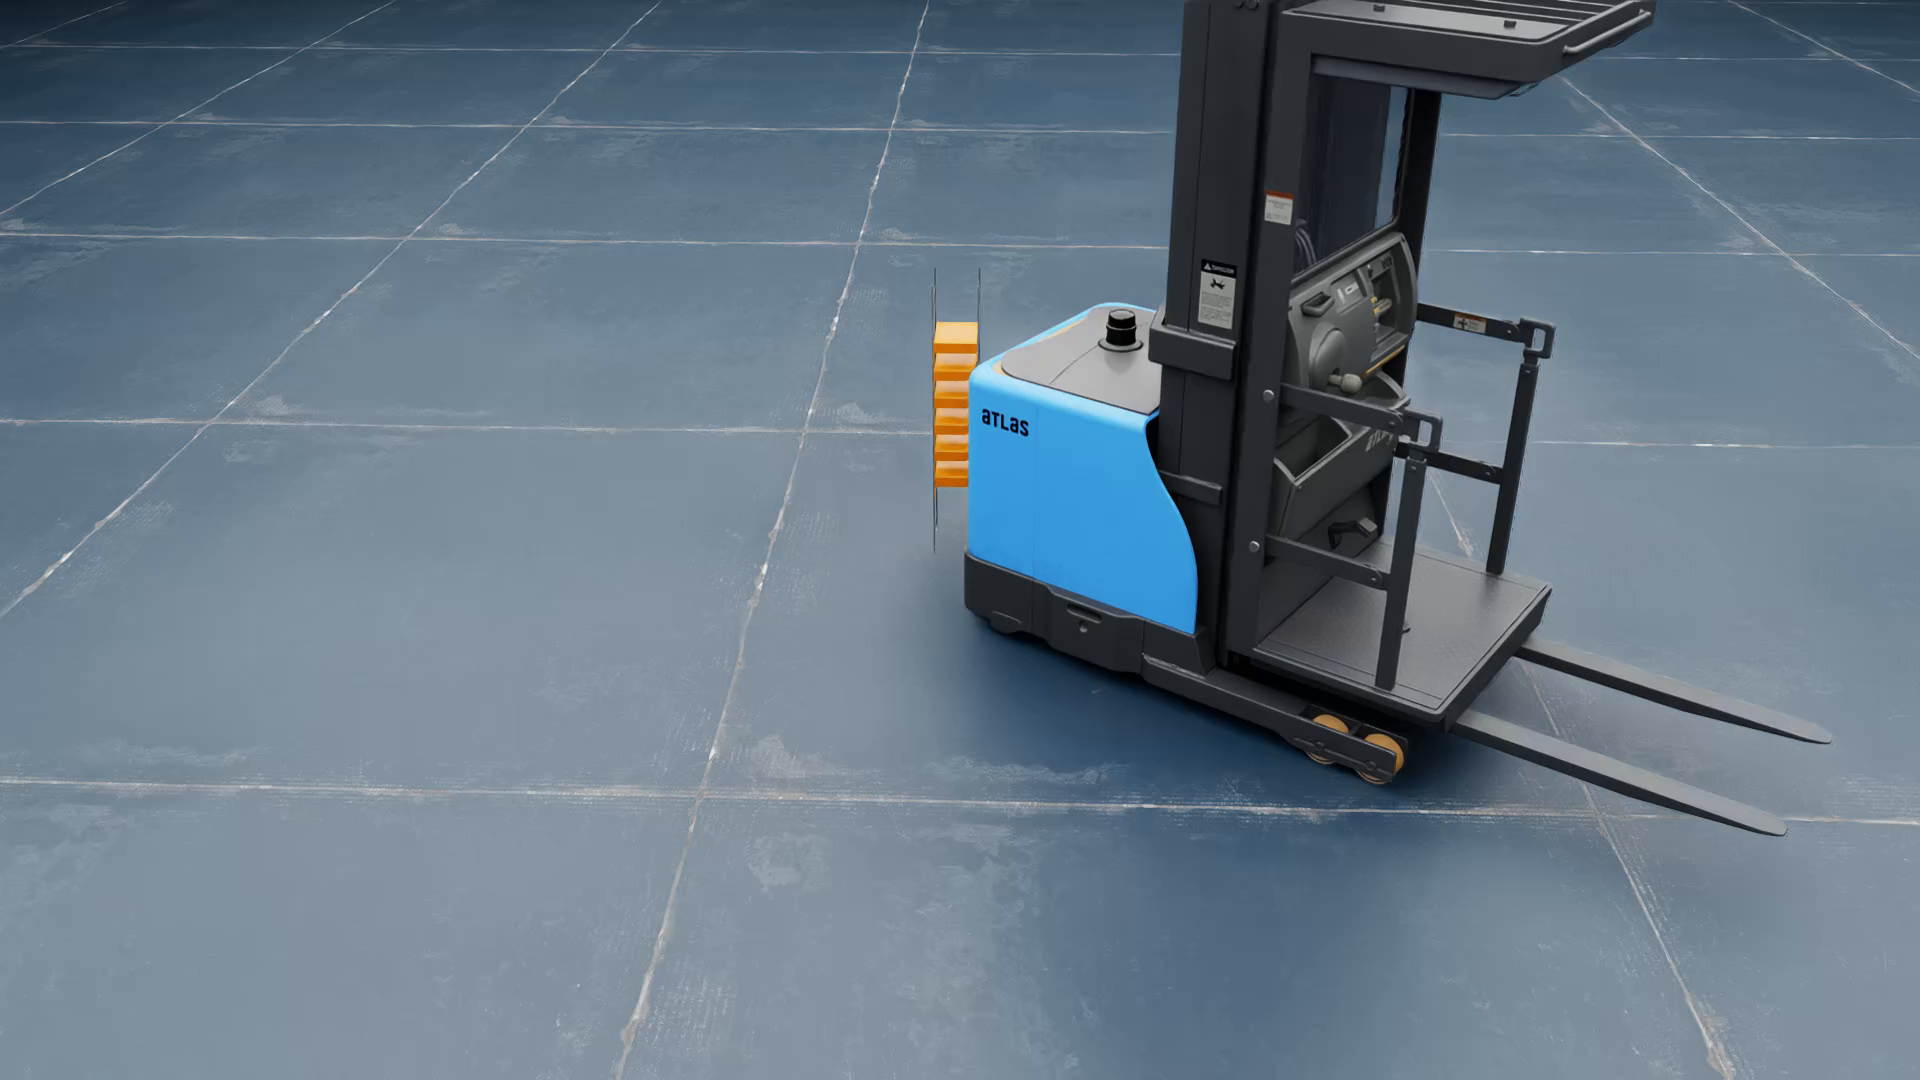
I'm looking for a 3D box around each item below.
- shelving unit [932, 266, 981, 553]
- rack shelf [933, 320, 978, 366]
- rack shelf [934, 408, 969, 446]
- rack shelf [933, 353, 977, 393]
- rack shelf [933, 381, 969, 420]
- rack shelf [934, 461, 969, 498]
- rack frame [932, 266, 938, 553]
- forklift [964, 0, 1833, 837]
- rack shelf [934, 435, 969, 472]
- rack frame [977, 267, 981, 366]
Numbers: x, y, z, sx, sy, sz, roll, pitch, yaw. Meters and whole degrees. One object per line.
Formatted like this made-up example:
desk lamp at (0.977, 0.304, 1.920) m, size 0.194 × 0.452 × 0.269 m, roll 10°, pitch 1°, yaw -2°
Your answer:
shelving unit at (-0.014, -0.530, 6.969) m, size 0.189 × 1.200 × 0.258 m, roll 1°, pitch 28°, yaw 2°
rack shelf at (-0.014, -0.809, 6.822) m, size 0.180 × 0.103 × 0.258 m, roll 1°, pitch 28°, yaw 2°
rack shelf at (-0.014, -0.491, 6.990) m, size 0.180 × 0.103 × 0.258 m, roll 1°, pitch 28°, yaw 2°
rack shelf at (-0.014, -0.703, 6.878) m, size 0.180 × 0.103 × 0.258 m, roll 1°, pitch 28°, yaw 2°
rack shelf at (-0.014, -0.597, 6.934) m, size 0.180 × 0.103 × 0.258 m, roll 1°, pitch 28°, yaw 2°
rack shelf at (-0.014, -0.279, 7.103) m, size 0.180 × 0.103 × 0.258 m, roll 1°, pitch 28°, yaw 2°
rack frame at (-0.106, -0.532, 6.972) m, size 0.006 × 1.200 × 0.240 m, roll 1°, pitch 28°, yaw 2°
forklift at (1.501, -0.745, 5.526) m, size 3.031 × 2.935 × 1.130 m, roll 19°, pitch 34°, yaw 32°
rack shelf at (-0.014, -0.385, 7.046) m, size 0.180 × 0.103 × 0.258 m, roll 1°, pitch 28°, yaw 2°
rack frame at (0.077, -0.529, 6.967) m, size 0.006 × 1.200 × 0.240 m, roll 1°, pitch 28°, yaw 2°
